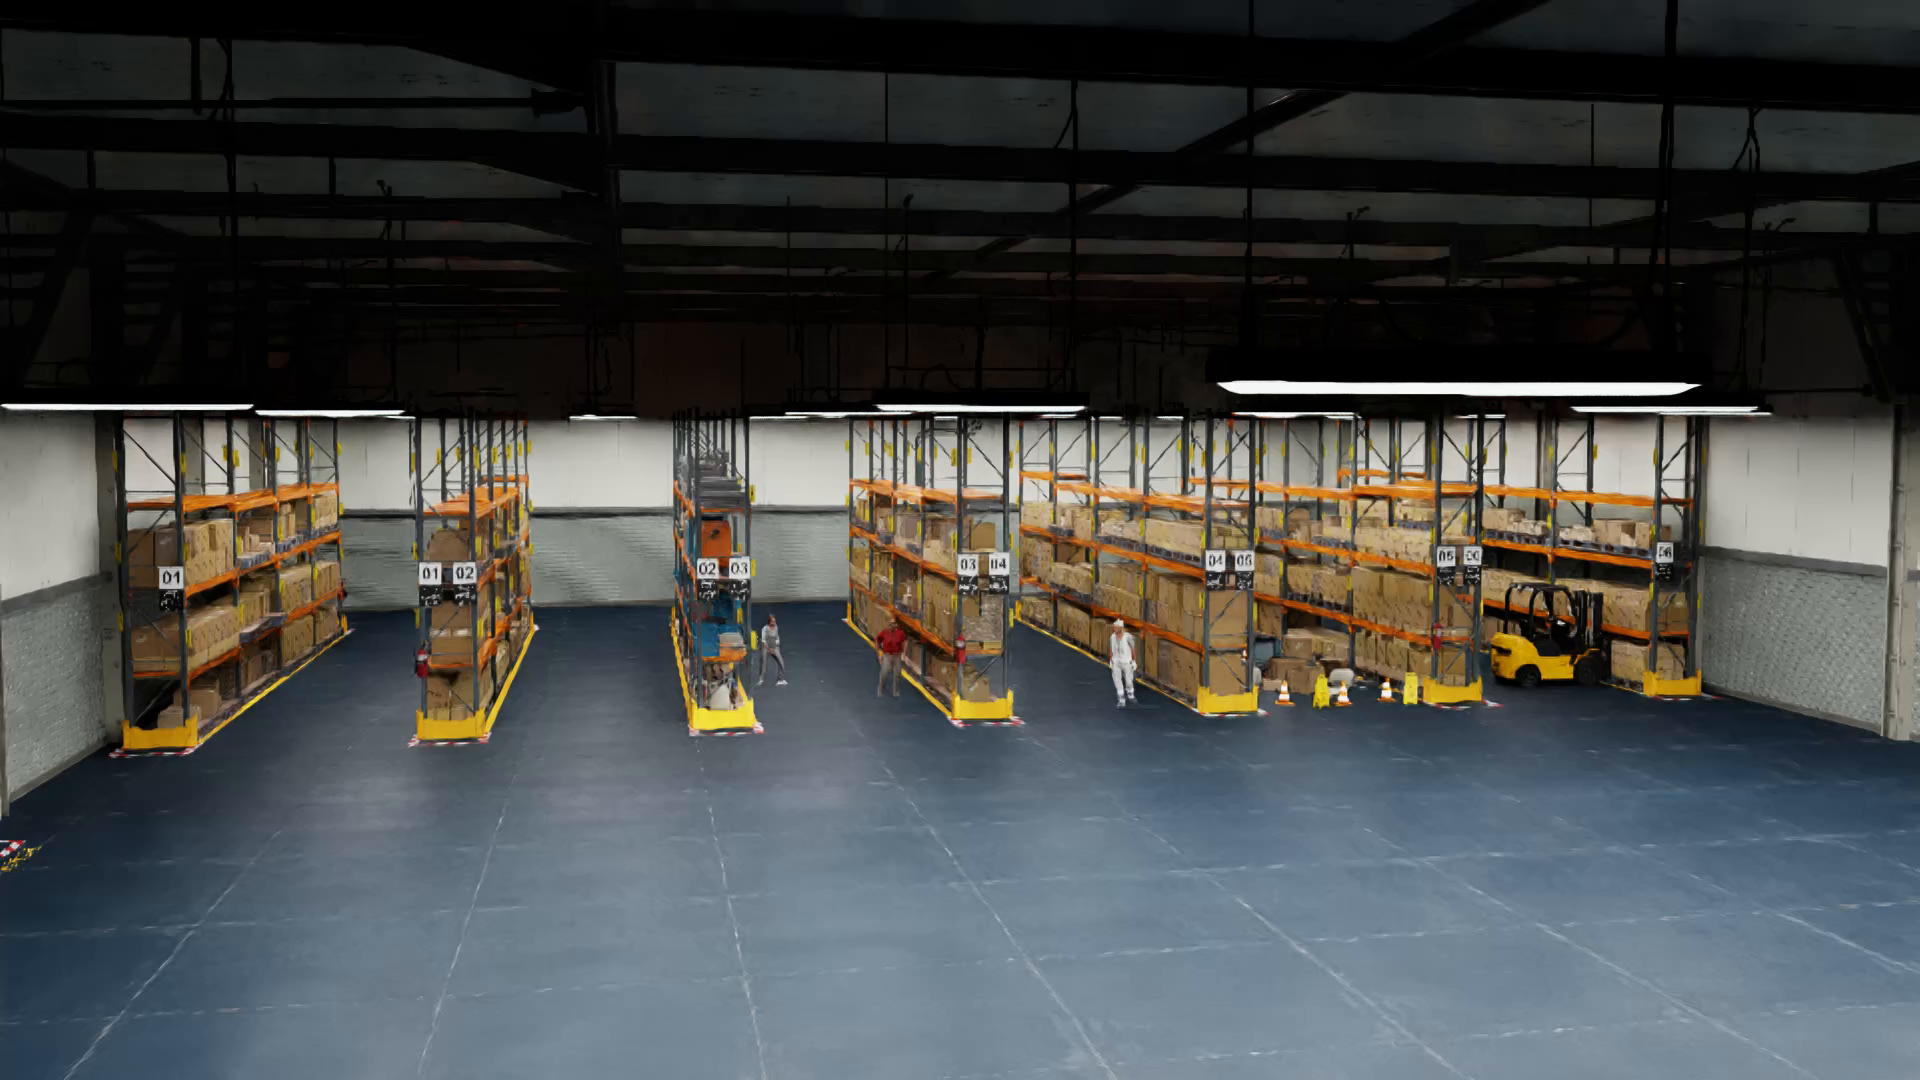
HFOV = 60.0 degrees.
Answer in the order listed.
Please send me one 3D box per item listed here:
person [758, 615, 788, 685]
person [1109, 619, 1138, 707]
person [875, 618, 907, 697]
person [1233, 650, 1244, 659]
[{"bbox_3d":[-4.122,2.380,36.063,0.534,1.549,0.683,-3,5,-34],"label":"person"},{"bbox_3d":[3.285,2.462,33.440,0.588,1.776,0.576,2,4,24],"label":"person"},{"bbox_3d":[-1.431,2.438,34.505,0.682,1.676,0.529,-1,4,-13],"label":"person"},{"bbox_3d":[6.515,2.085,39.427,0.528,1.656,0.531,1,4,18],"label":"person"}]
